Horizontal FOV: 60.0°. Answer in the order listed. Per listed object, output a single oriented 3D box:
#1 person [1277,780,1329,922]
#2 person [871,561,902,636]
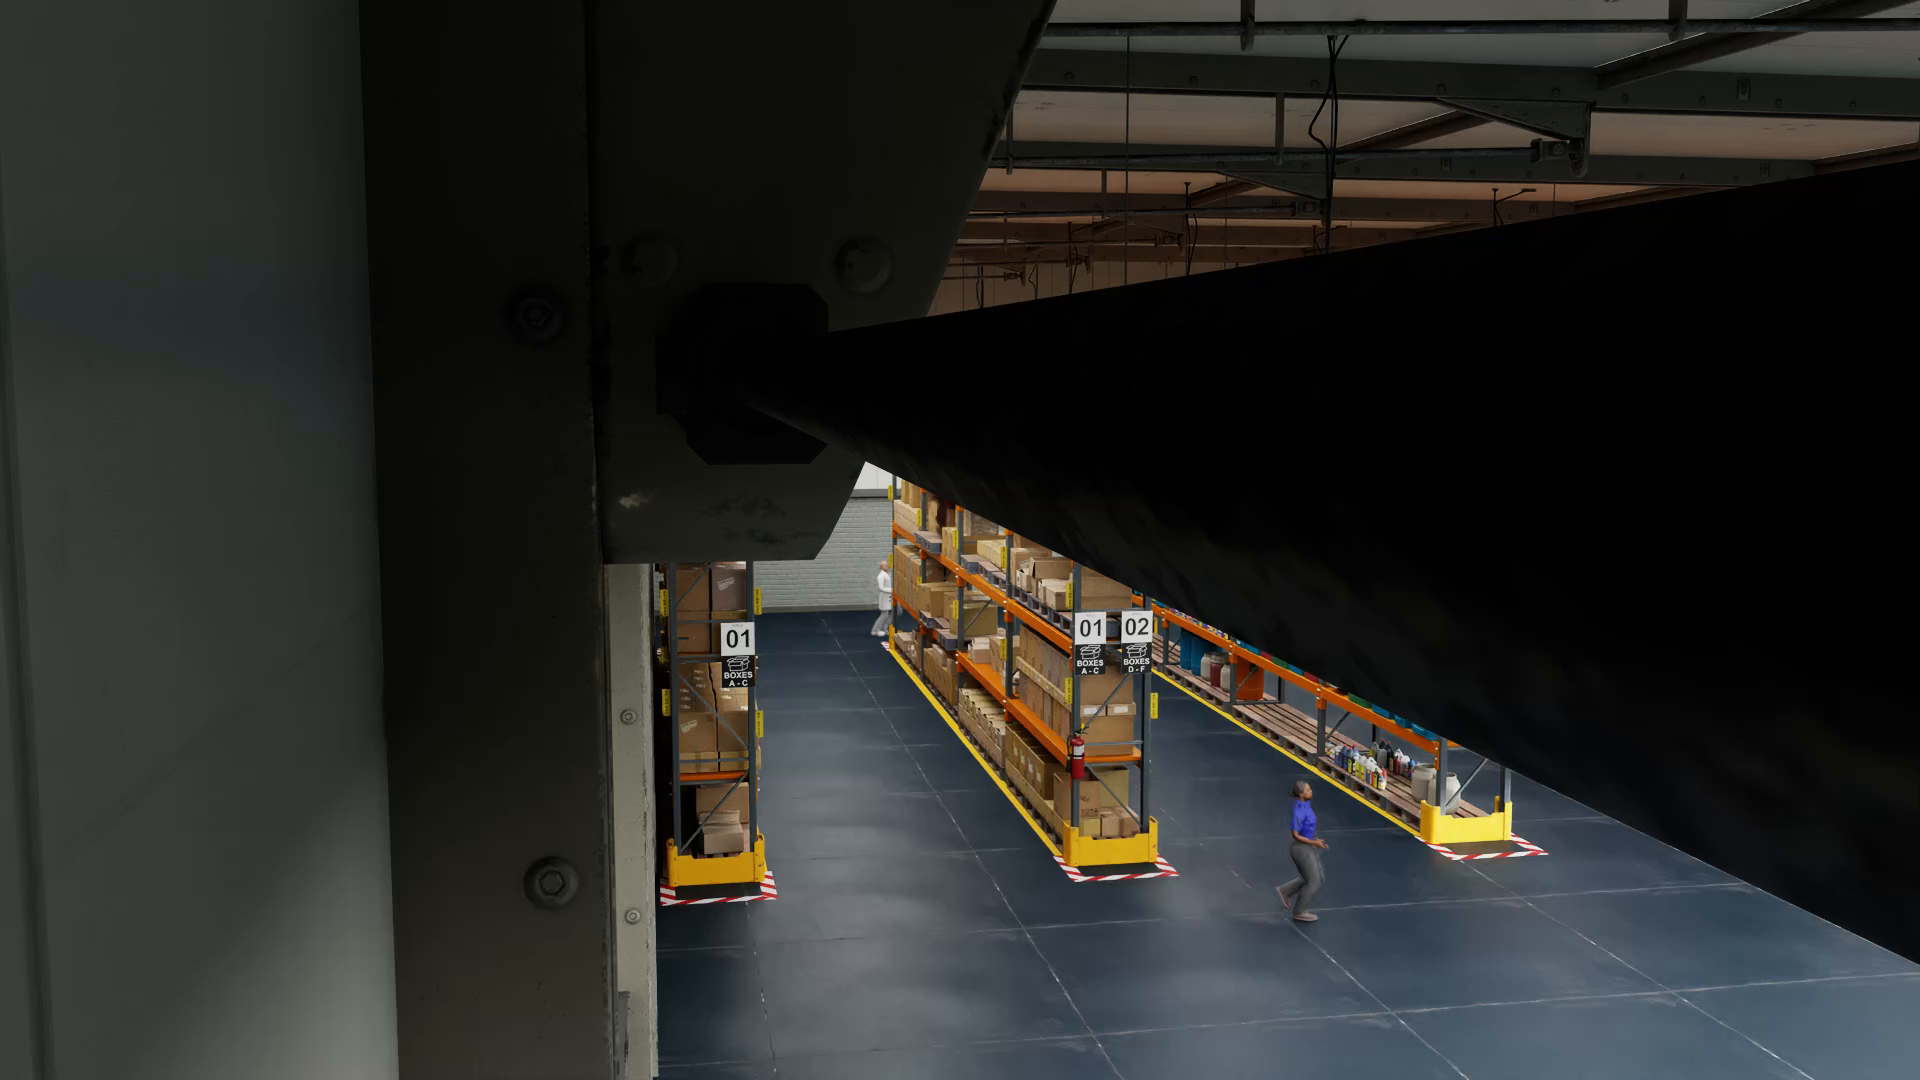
[{"bbox_3d":[3.883,3.505,18.782,0.559,1.605,0.572,2,6,15],"label":"person"},{"bbox_3d":[-1.672,1.357,38.119,0.746,1.763,0.696,2,7,21],"label":"person"}]
